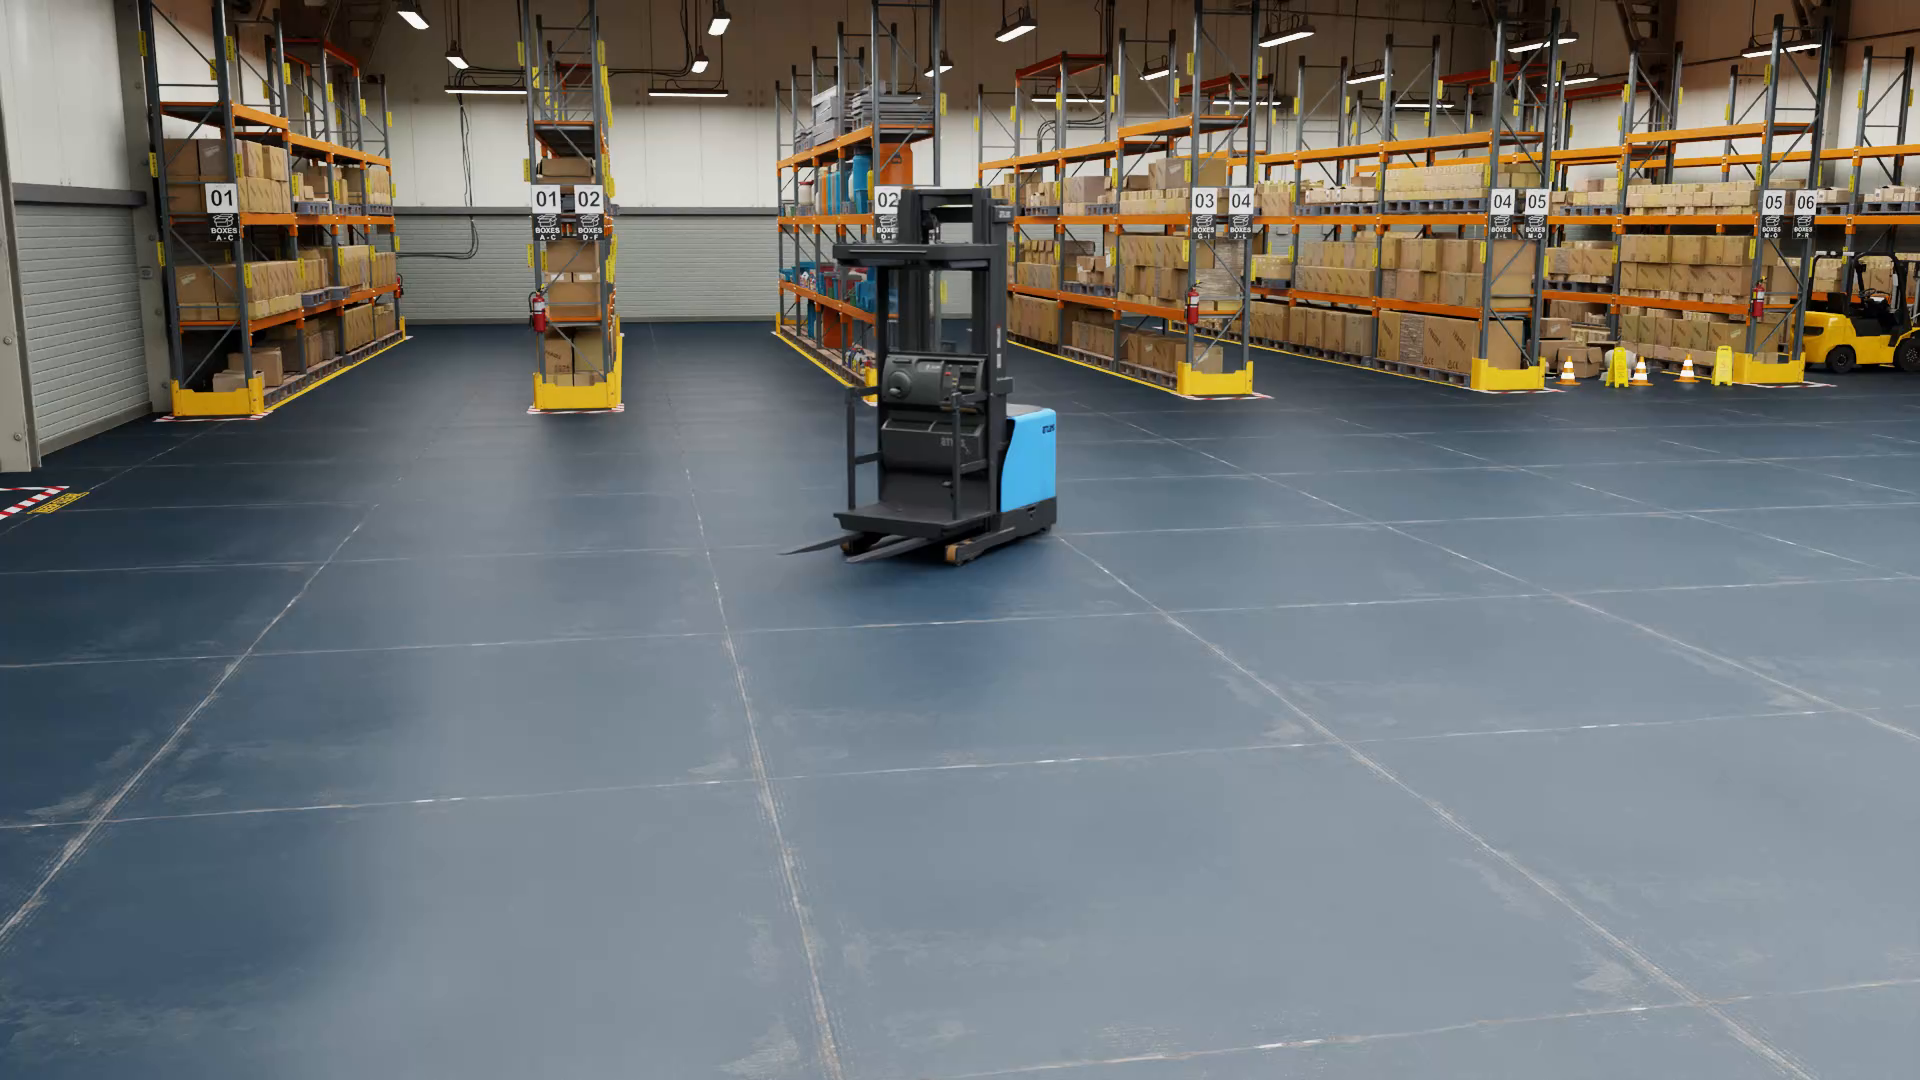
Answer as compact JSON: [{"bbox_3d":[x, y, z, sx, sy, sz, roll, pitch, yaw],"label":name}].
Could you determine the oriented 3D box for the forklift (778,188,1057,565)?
[{"bbox_3d":[-0.324,-1.335,13.372,1.130,2.935,3.031,6,12,29],"label":"forklift"}]

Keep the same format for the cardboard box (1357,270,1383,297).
[{"bbox_3d":[7.808,-4.825,31.256,0.500,0.500,0.500,-2,11,-11],"label":"cardboard box"}]

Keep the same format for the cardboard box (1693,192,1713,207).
[{"bbox_3d":[13.219,-5.972,29.134,0.500,0.250,0.500,-2,11,-9],"label":"cardboard box"}]

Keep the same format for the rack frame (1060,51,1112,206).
[{"bbox_3d":[2.509,-8.209,33.257,1.000,3.000,0.127,-2,11,-11],"label":"rack frame"}]

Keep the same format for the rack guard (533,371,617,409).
[{"bbox_3d":[-5.649,-2.202,24.430,1.175,0.500,0.348,-2,11,-11],"label":"rack guard"}]

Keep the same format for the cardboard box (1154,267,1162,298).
[{"bbox_3d":[3.715,-4.272,27.556,0.875,0.500,0.500,-2,11,-11],"label":"cardboard box"}]

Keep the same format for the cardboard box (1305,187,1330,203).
[{"bbox_3d":[7.319,-6.968,33.608,0.500,0.311,0.500,-2,11,-11],"label":"cardboard box"}]

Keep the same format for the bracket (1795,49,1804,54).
[{"bbox_3d":[17.806,-10.375,35.014,0.235,0.232,0.430,-2,11,-11],"label":"bracket"}]

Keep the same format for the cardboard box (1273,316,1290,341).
[{"bbox_3d":[7.009,-4.513,35.447,0.500,0.500,0.500,-2,11,-11],"label":"cardboard box"}]

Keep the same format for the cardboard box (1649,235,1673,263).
[{"bbox_3d":[13.029,-5.299,30.275,0.700,0.500,0.500,-2,11,-12],"label":"cardboard box"}]

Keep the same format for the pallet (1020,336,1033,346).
[{"bbox_3d":[1.955,-4.487,37.204,1.003,0.211,1.213,-2,11,-11],"label":"pallet"}]

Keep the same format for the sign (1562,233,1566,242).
[{"bbox_3d":[16.090,-8.011,44.321,0.100,0.325,0.005,-2,11,-11],"label":"sign"}]

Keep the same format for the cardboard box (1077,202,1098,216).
[{"bbox_3d":[2.559,-6.378,32.061,0.500,0.250,0.500,-2,11,-10],"label":"cardboard box"}]

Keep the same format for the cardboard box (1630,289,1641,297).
[{"bbox_3d":[12.854,-4.651,31.282,0.380,0.149,0.250,-2,11,-9],"label":"cardboard box"}]

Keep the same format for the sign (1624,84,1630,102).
[{"bbox_3d":[12.464,-8.351,31.082,0.100,0.325,0.005,-2,11,-11],"label":"sign"}]

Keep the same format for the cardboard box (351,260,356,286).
[{"bbox_3d":[-12.099,-5.212,32.441,0.500,0.500,0.500,-2,11,-11],"label":"cardboard box"}]

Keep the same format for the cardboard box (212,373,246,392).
[{"bbox_3d":[-10.558,-2.279,24.164,0.500,0.311,0.500,-3,11,-17],"label":"cardboard box"}]

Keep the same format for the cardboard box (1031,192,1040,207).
[{"bbox_3d":[1.856,-7.427,36.286,0.500,0.311,0.500,-3,11,-13],"label":"cardboard box"}]

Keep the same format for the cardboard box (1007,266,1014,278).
[{"bbox_3d":[1.387,-6.139,38.034,0.500,0.250,0.500,-2,11,-12],"label":"cardboard box"}]

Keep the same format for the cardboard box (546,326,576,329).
[{"bbox_3d":[-6.648,-3.296,27.715,0.500,0.500,0.500,-2,11,-11],"label":"cardboard box"}]

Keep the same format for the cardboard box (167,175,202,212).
[{"bbox_3d":[-10.841,-4.854,23.332,0.500,0.500,0.500,-1,11,-7],"label":"cardboard box"}]

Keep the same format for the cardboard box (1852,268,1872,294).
[{"bbox_3d":[17.706,-5.028,32.322,0.500,0.500,0.500,-2,11,-13],"label":"cardboard box"}]

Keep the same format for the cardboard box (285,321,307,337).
[{"bbox_3d":[-11.643,-3.654,28.877,0.500,0.250,0.500,-2,11,-13],"label":"cardboard box"}]

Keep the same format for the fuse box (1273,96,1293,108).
[{"bbox_3d":[9.311,-12.627,47.915,0.513,0.334,0.176,-2,11,-11],"label":"fuse box"}]

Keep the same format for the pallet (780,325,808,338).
[{"bbox_3d":[-3.783,-5.026,40.039,1.003,0.211,1.213,-2,11,-11],"label":"pallet"}]

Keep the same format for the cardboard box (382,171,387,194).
[{"bbox_3d":[-13.127,-7.996,37.165,0.500,0.500,0.500,-2,11,-9],"label":"cardboard box"}]

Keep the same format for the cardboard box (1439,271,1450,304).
[{"bbox_3d":[8.719,-4.304,28.383,0.875,0.550,0.550,-2,11,-11],"label":"cardboard box"}]

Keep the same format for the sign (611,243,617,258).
[{"bbox_3d":[-7.444,-6.225,35.784,0.100,0.325,0.005,-2,11,-11],"label":"sign"}]

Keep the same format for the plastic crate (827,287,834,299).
[{"bbox_3d":[-2.187,-4.553,30.661,0.450,0.188,0.662,-2,11,-11],"label":"plastic crate"}]

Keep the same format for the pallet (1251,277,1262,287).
[{"bbox_3d":[6.968,-5.691,36.586,1.003,0.211,1.213,-2,11,-11],"label":"pallet"}]

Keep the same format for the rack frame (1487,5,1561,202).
[{"bbox_3d":[8.949,-6.903,26.398,1.000,3.000,0.127,-2,11,-11],"label":"rack frame"}]

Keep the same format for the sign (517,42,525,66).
[{"bbox_3d":[-6.188,-6.862,23.474,0.100,0.325,0.005,-2,11,-11],"label":"sign"}]

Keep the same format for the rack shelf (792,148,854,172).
[{"bbox_3d":[-2.739,-7.845,34.342,1.077,0.370,4.000,-2,11,-11],"label":"rack shelf"}]

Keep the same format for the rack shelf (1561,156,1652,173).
[{"bbox_3d":[15.931,-9.496,41.951,1.077,0.370,4.000,-2,11,-11],"label":"rack shelf"}]

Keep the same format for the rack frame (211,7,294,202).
[{"bbox_3d":[-11.290,-6.935,26.563,1.000,3.000,0.127,-2,11,-11],"label":"rack frame"}]

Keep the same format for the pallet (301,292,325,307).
[{"bbox_3d":[-11.296,-4.039,27.906,1.003,0.211,1.213,-2,11,-11],"label":"pallet"}]

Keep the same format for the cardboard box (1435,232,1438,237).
[{"bbox_3d":[11.579,-7.328,40.000,0.380,0.149,0.250,-2,11,-10],"label":"cardboard box"}]

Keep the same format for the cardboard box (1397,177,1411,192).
[{"bbox_3d":[8.092,-6.299,29.460,0.500,0.250,0.500,-2,11,-11],"label":"cardboard box"}]

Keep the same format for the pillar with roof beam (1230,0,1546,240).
[{"bbox_3d":[11.678,-10.588,45.759,9.100,9.000,0.548,-2,11,-11],"label":"pillar with roof beam"}]

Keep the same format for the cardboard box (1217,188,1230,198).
[{"bbox_3d":[4.238,-5.449,26.115,0.380,0.149,0.250,-2,11,-11],"label":"cardboard box"}]

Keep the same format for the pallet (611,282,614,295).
[{"bbox_3d":[-7.410,-4.929,32.586,1.213,0.211,1.003,-2,11,-11],"label":"pallet"}]

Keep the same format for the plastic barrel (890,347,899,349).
[{"bbox_3d":[-1.094,-2.808,26.458,0.421,0.512,0.421,0,11,0],"label":"plastic barrel"}]

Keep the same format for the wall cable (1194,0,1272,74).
[{"bbox_3d":[7.773,-13.960,47.427,2.355,3.000,0.029,-2,11,-11],"label":"wall cable"}]

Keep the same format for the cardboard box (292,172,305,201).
[{"bbox_3d":[-11.557,-6.046,28.526,0.500,0.500,0.500,-3,11,-13],"label":"cardboard box"}]

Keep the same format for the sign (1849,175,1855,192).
[{"bbox_3d":[17.345,-6.930,32.337,0.100,0.325,0.005,-2,11,-11],"label":"sign"}]

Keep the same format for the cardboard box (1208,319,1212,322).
[{"bbox_3d":[6.108,-5.253,39.478,0.380,0.149,0.250,-3,11,-13],"label":"cardboard box"}]

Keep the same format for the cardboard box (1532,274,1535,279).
[{"bbox_3d":[12.140,-5.533,34.795,0.380,0.149,0.250,-3,11,-15],"label":"cardboard box"}]

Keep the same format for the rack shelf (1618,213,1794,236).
[{"bbox_3d":[13.396,-5.642,29.716,1.077,0.370,4.000,-2,11,-11],"label":"rack shelf"}]

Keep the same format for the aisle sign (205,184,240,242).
[{"bbox_3d":[-10.203,-4.529,23.015,0.394,0.787,0.004,-2,11,-11],"label":"aisle sign"}]
